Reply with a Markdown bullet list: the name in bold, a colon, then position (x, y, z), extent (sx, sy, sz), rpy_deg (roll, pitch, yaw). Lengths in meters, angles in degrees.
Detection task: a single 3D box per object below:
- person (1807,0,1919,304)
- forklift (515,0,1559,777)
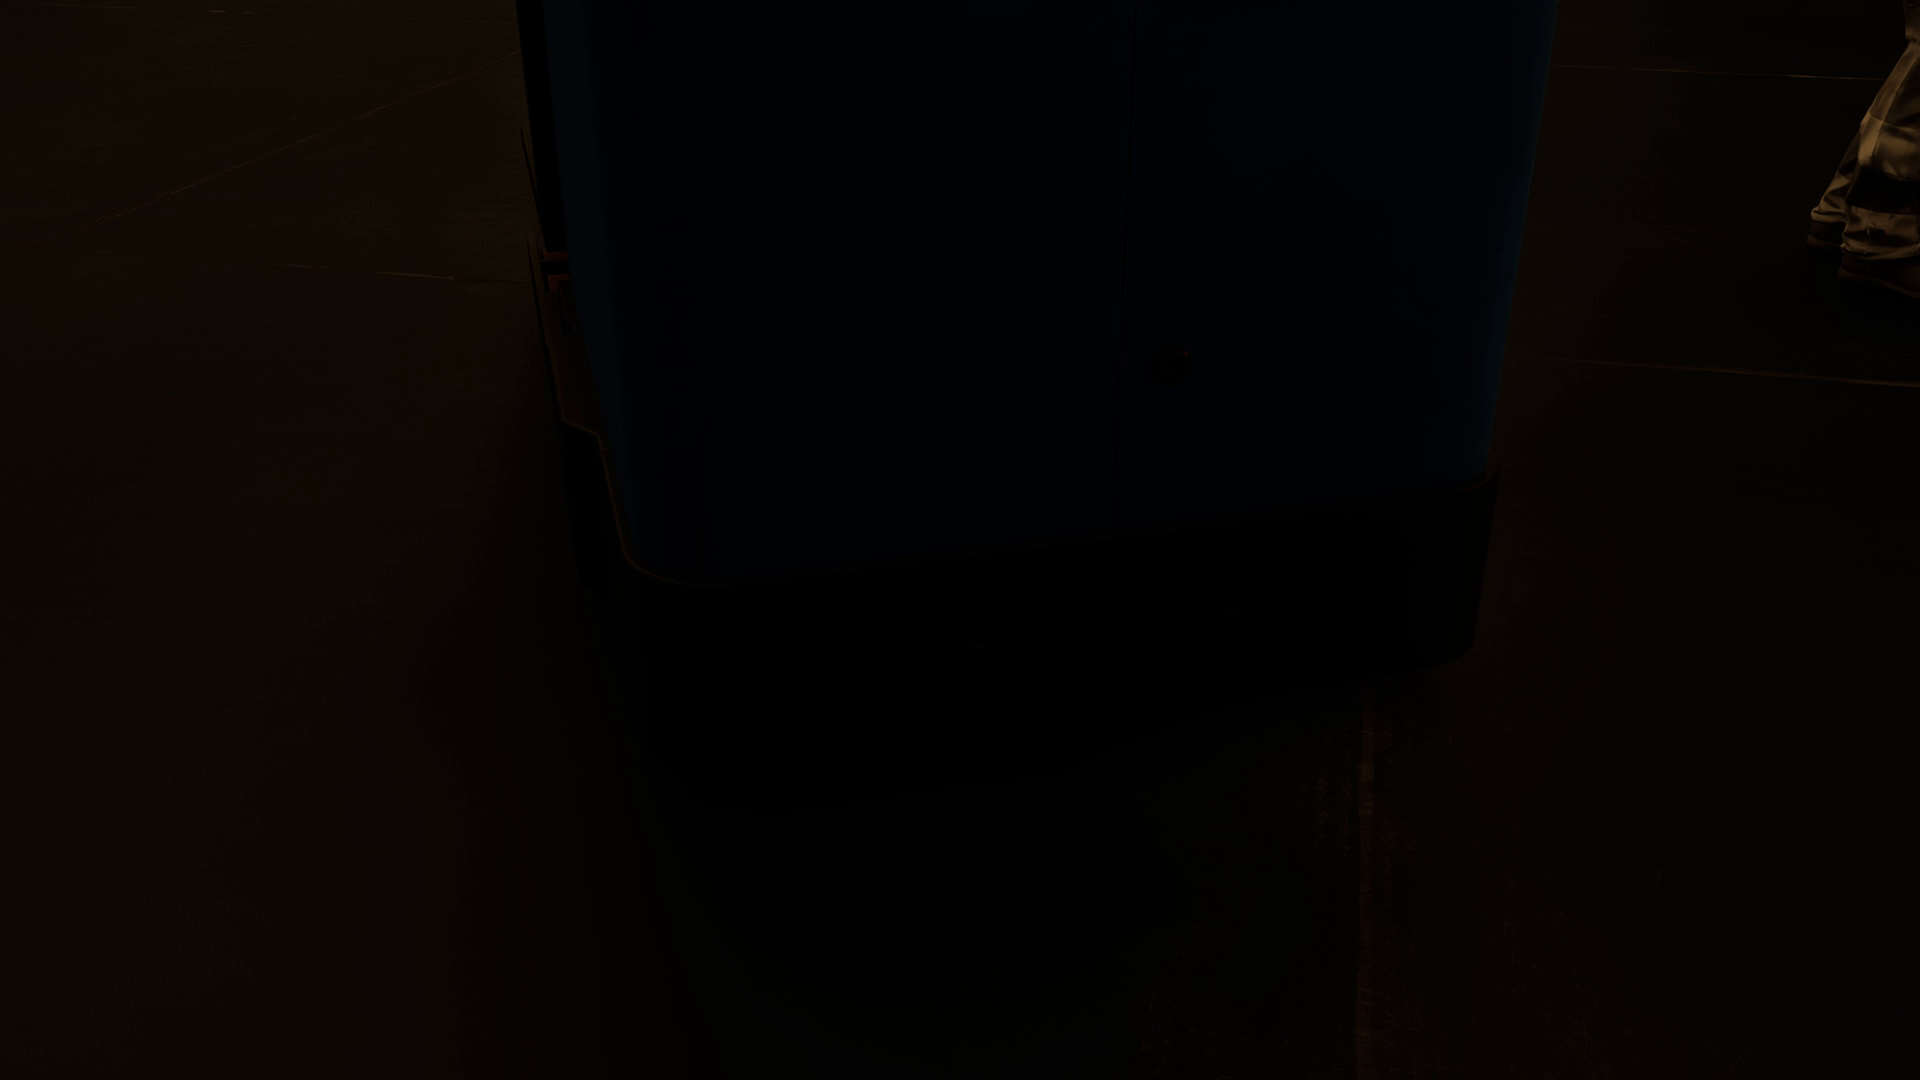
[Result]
- **person**: position (2.077, -1.375, 3.277), extent (0.749, 1.757, 0.505), rpy_deg (-18, 32, -31)
- **forklift**: position (-0.241, -1.693, 2.601), extent (1.130, 2.935, 3.031), rpy_deg (-7, 28, -14)
